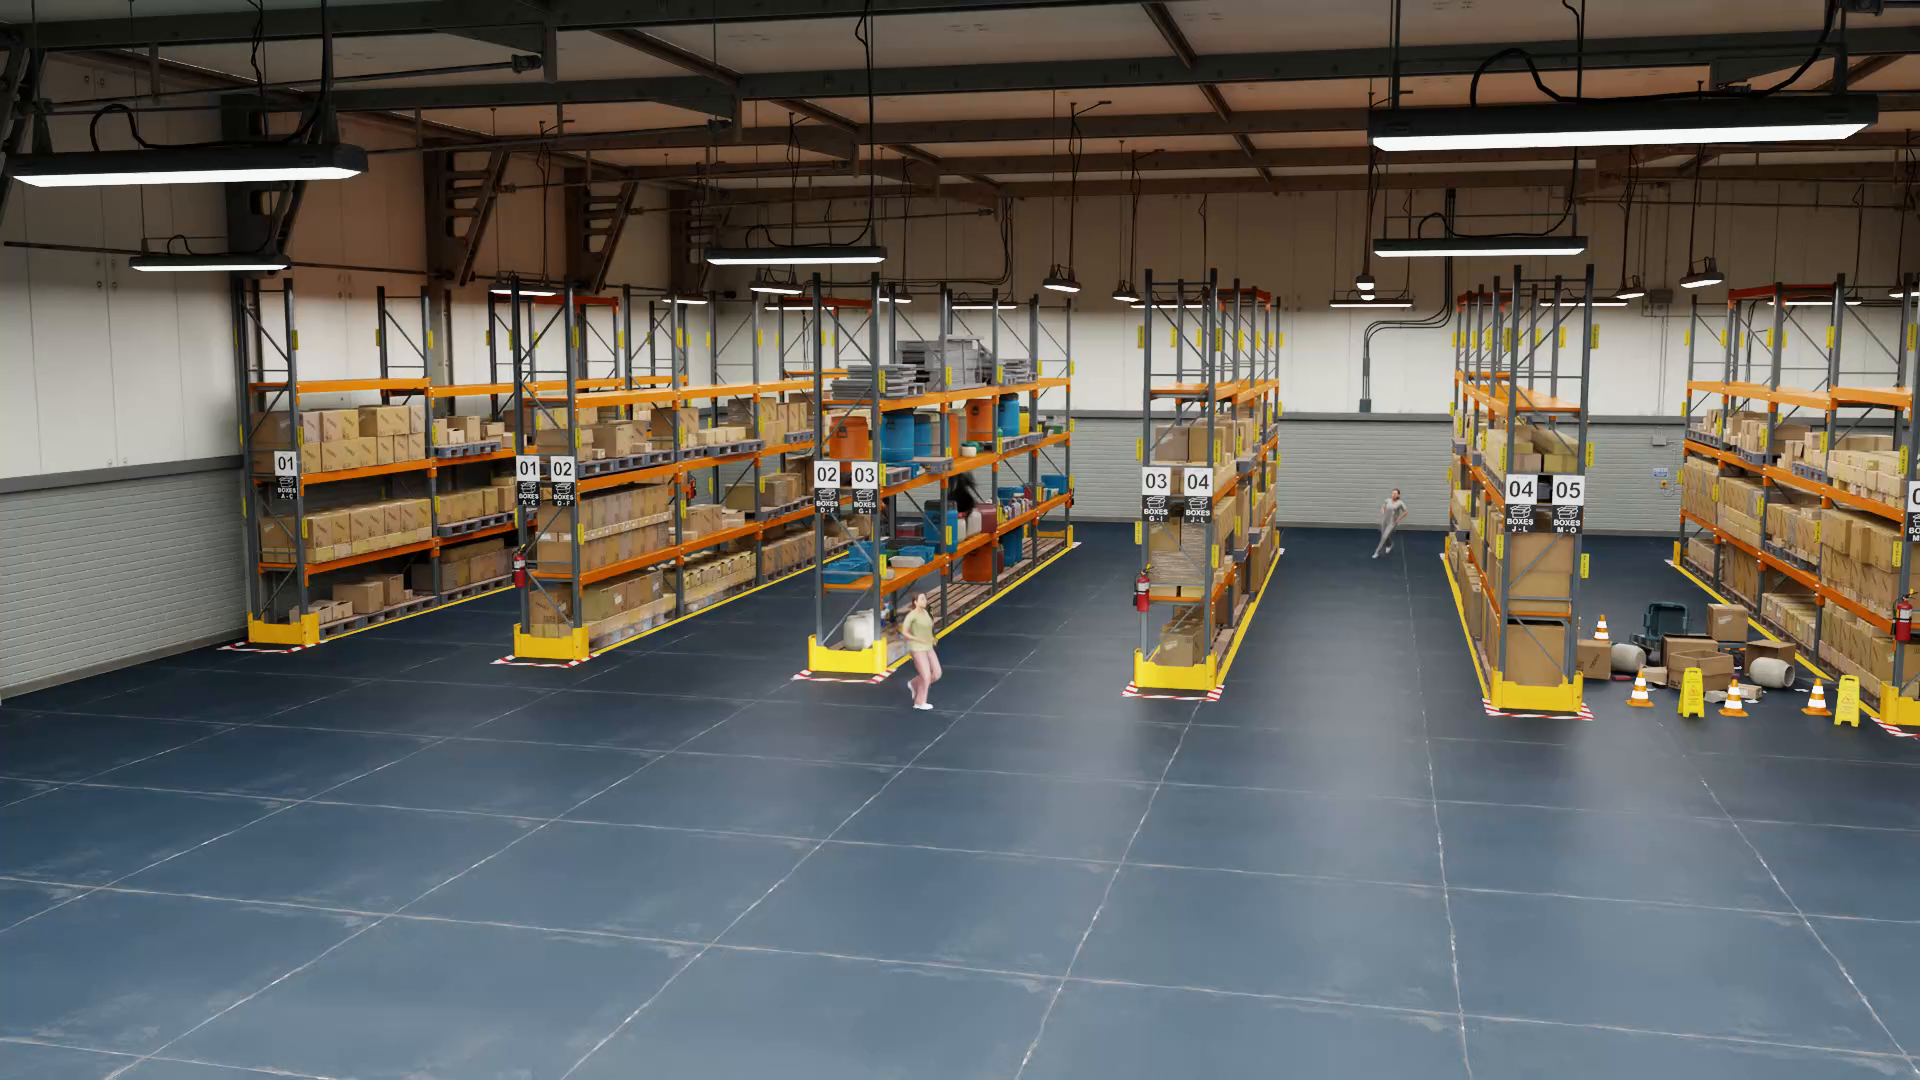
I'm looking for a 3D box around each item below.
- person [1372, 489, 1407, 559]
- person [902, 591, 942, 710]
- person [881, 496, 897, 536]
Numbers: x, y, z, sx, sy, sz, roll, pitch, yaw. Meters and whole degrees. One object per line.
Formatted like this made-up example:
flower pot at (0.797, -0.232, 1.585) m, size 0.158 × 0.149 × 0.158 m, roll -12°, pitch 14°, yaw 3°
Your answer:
person at (9.974, -0.389, 38.329) m, size 0.620 × 1.622 × 0.889 m, roll 6°, pitch 9°, yaw 40°
person at (-0.539, 1.491, 22.602) m, size 0.563 × 1.621 × 0.574 m, roll 5°, pitch 9°, yaw 38°
person at (-1.954, -0.908, 42.515) m, size 0.551 × 1.668 × 0.700 m, roll 4°, pitch 8°, yaw 27°
